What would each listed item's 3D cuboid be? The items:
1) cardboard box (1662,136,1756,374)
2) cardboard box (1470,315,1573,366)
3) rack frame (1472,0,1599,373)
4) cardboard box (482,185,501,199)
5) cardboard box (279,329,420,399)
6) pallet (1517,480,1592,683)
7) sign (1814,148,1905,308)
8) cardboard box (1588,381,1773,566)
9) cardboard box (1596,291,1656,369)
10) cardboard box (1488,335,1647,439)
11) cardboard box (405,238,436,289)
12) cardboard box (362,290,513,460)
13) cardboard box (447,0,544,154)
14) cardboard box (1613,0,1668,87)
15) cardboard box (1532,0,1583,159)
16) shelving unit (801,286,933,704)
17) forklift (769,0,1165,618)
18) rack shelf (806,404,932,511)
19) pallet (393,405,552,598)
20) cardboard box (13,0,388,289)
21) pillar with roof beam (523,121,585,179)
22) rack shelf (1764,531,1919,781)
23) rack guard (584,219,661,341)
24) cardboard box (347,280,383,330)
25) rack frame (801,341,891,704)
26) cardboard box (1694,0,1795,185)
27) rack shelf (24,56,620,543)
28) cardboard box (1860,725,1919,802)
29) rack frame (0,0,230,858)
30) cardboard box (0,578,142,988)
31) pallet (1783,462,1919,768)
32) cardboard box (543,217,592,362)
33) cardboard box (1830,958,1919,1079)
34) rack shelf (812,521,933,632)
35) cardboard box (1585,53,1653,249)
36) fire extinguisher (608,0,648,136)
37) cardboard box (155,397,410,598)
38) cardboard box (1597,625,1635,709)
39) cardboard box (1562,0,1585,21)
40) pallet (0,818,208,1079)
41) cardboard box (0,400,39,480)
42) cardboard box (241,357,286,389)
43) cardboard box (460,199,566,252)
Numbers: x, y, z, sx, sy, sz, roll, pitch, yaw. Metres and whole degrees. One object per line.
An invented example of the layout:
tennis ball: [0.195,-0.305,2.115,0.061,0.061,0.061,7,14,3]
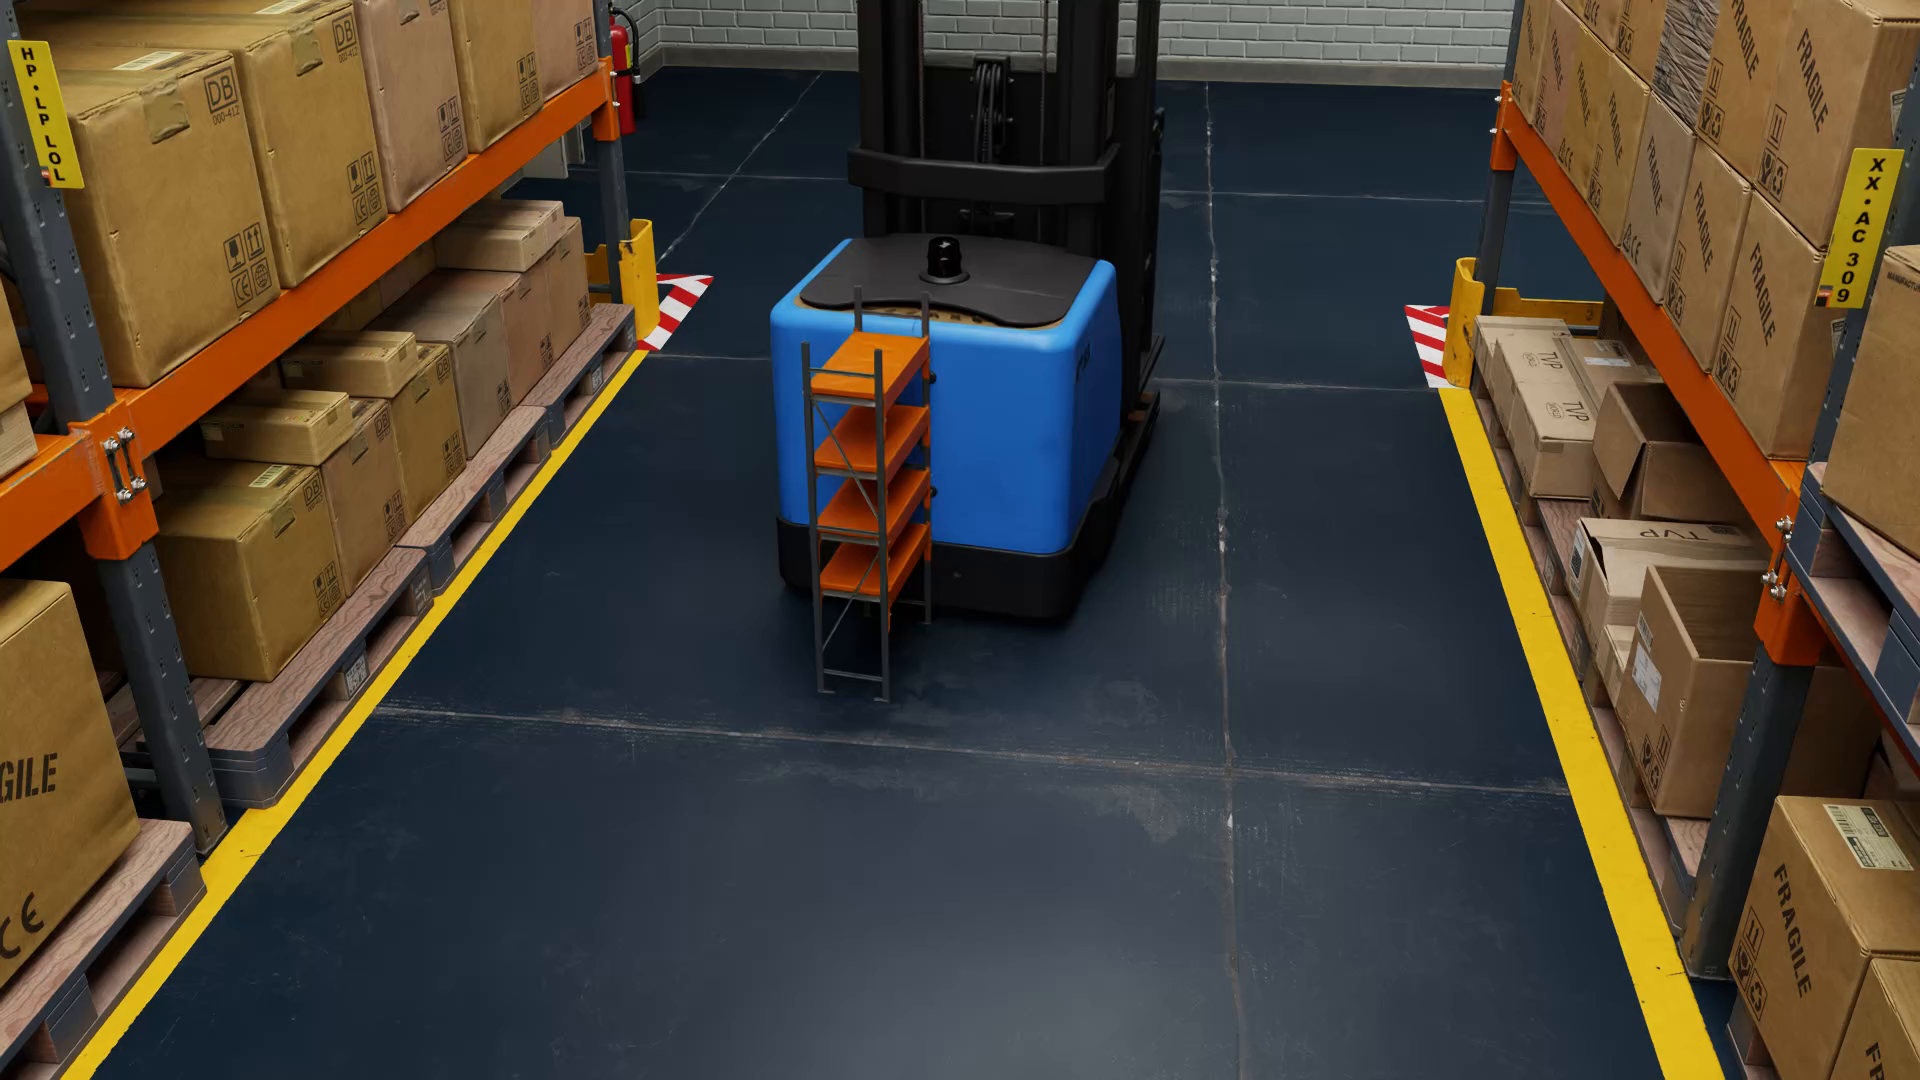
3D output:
cardboard box: [2.208,-0.748,4.370,0.500,0.500,0.500,4,29,8]
cardboard box: [2.437,-0.855,7.216,0.380,0.149,0.250,3,28,6]
rack frame: [2.829,-2.094,6.973,1.000,3.000,0.127,3,28,6]
cardboard box: [-2.257,-1.485,7.352,0.380,0.149,0.250,4,29,7]
cardboard box: [-2.097,-0.609,5.727,0.380,0.149,0.250,3,28,5]
pallet: [2.571,0.118,5.809,1.003,0.211,1.213,3,28,6]
sign: [1.800,-0.620,3.325,0.100,0.325,0.005,3,28,6]
cardboard box: [2.564,-0.190,5.608,0.797,0.503,0.637,3,28,6]
cardboard box: [3.007,-0.917,6.960,0.500,0.500,0.500,3,28,6]
cardboard box: [2.420,-0.602,6.640,0.500,0.250,0.500,3,28,6]
cardboard box: [-2.349,-1.129,6.691,0.380,0.149,0.250,4,29,7]
cardboard box: [-2.196,-0.656,6.499,0.700,0.500,0.500,2,28,5]
cardboard box: [-2.218,-1.928,6.350,0.980,0.700,0.700,3,28,6]
cardboard box: [2.329,-1.663,5.015,0.500,0.500,0.500,3,28,6]
cardboard box: [2.455,-1.701,6.139,0.500,0.500,0.500,3,28,6]
shelving unit: [-0.276,-0.137,5.240,0.258,1.200,0.503,7,29,13]
forklift: [0.234,-1.709,6.331,1.130,2.935,3.031,7,29,13]
rack shelf: [-0.276,-0.275,5.166,0.258,0.148,0.480,7,29,13]
pallet: [-2.260,-0.198,6.396,1.003,0.211,1.213,3,28,6]
cardboard box: [-2.400,-1.227,5.048,0.980,0.700,0.700,3,28,5]
pillar with roof beam: [1.658,-6.092,8.070,9.100,9.000,0.400,3,28,6]
rack shelf: [2.094,1.047,1.902,1.077,0.370,4.000,3,28,6]
rack guard: [-2.084,-1.291,8.118,1.175,0.500,0.348,3,28,6]
cardboard box: [-2.411,-0.888,6.244,0.380,0.149,0.250,4,29,7]
rack frame: [-0.339,-0.026,5.032,0.240,1.200,0.015,7,29,13]
cardboard box: [2.204,-1.189,4.135,0.500,0.500,0.500,3,28,5]
rack shelf: [-2.332,-1.122,5.928,1.077,0.370,4.000,3,28,6]
cardboard box: [2.605,0.594,4.355,0.500,0.311,0.500,3,28,6]
rack frame: [-2.577,-0.497,4.010,1.000,3.000,0.127,3,28,6]
cardboard box: [-2.528,0.578,3.838,0.750,0.750,0.750,4,29,7]
pallet: [2.133,0.244,2.838,1.003,0.211,1.213,3,28,6]
cardboard box: [-2.074,-1.129,7.375,0.700,0.500,0.500,3,28,6]
cardboard box: [1.984,1.161,3.103,0.500,0.500,0.500,4,29,7]
rack shelf: [-0.276,0.097,5.366,0.258,0.148,0.480,7,29,13]
cardboard box: [2.328,-1.230,5.264,0.500,0.500,0.500,4,29,7]
fire extinguisher: [-1.611,-2.226,7.693,0.296,0.674,0.183,3,28,6]
cardboard box: [-2.319,-0.164,5.584,0.700,0.500,0.500,3,28,6]
cardboard box: [2.114,0.386,4.913,0.380,0.149,0.250,3,28,6]
cardboard box: [2.457,-2.138,5.896,0.500,0.500,0.500,4,29,7]
pallet: [-2.597,1.098,3.989,1.003,0.211,1.213,3,28,6]
cardboard box: [-2.338,-0.219,3.739,0.380,0.149,0.250,4,29,7]
cardboard box: [-2.505,-0.528,5.577,0.380,0.149,0.250,2,28,5]
cardboard box: [-1.909,-1.343,7.090,0.380,0.149,0.250,3,28,6]
